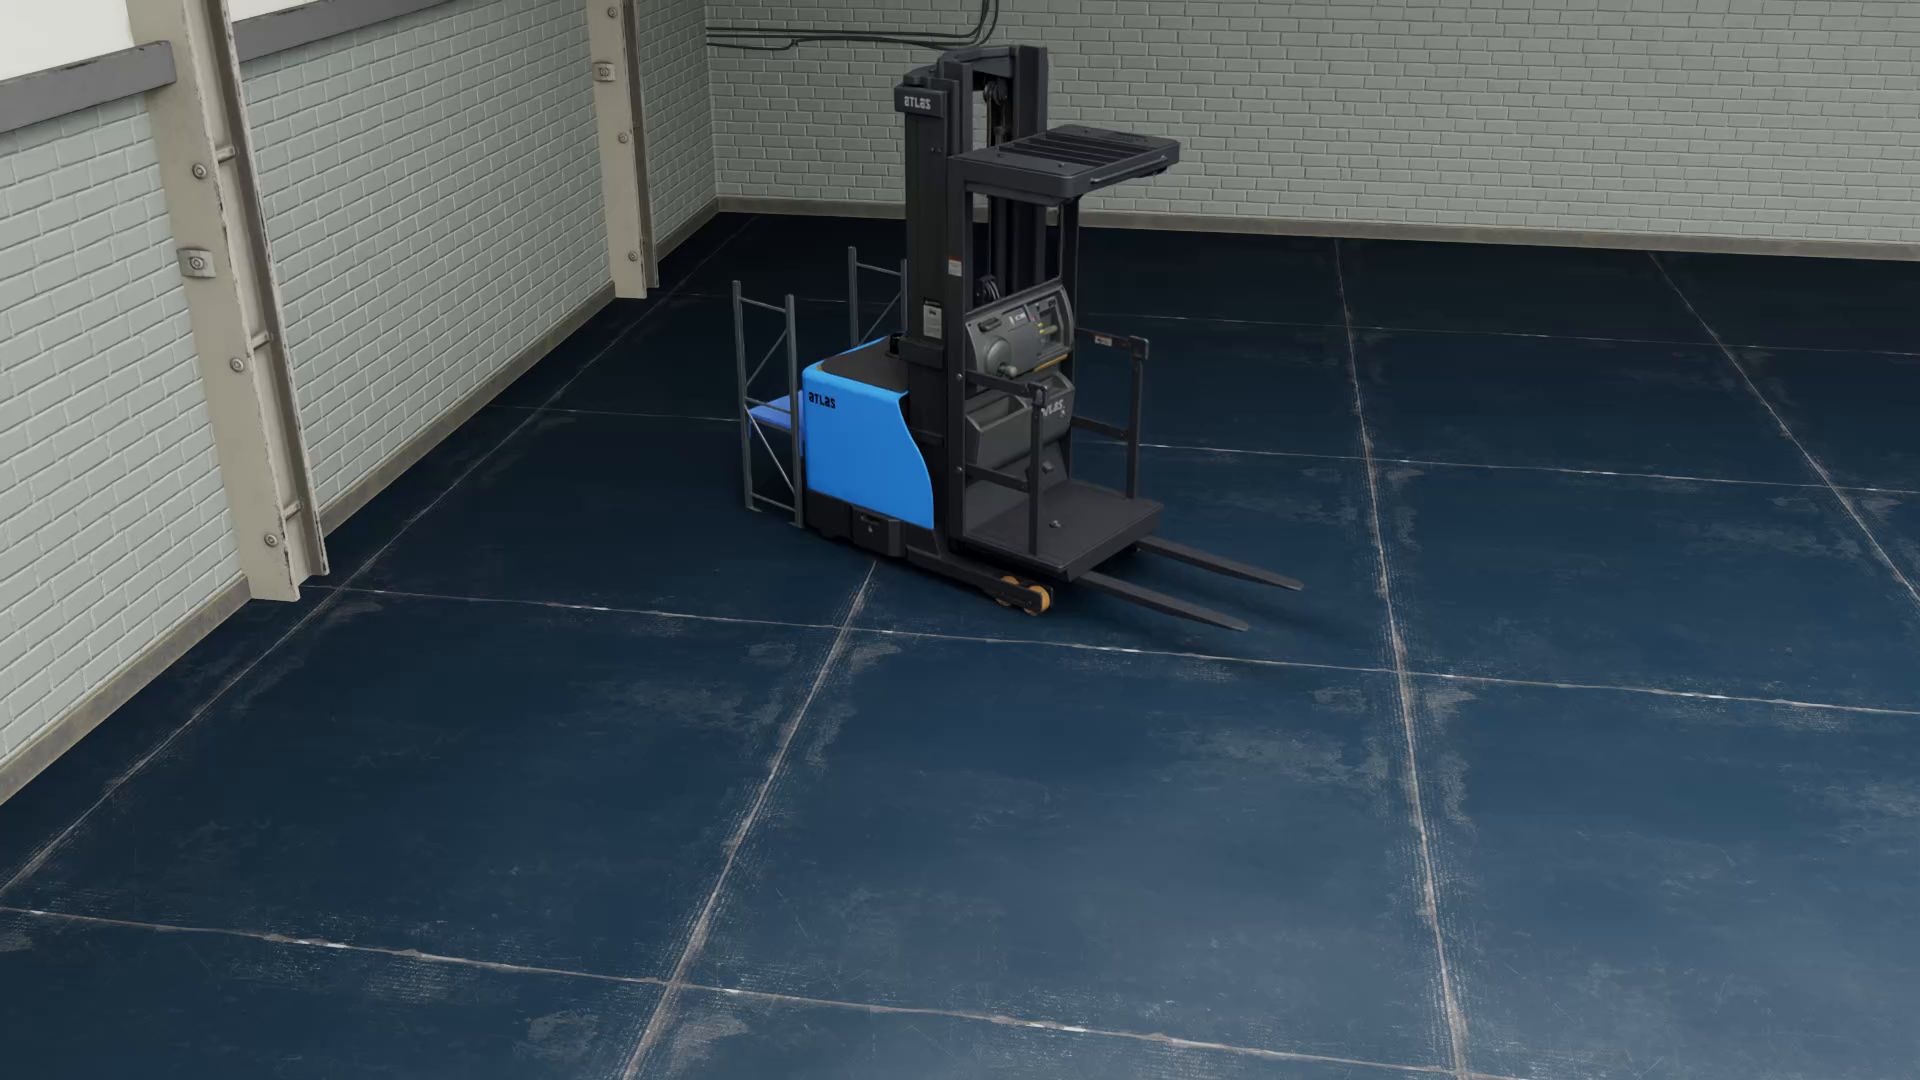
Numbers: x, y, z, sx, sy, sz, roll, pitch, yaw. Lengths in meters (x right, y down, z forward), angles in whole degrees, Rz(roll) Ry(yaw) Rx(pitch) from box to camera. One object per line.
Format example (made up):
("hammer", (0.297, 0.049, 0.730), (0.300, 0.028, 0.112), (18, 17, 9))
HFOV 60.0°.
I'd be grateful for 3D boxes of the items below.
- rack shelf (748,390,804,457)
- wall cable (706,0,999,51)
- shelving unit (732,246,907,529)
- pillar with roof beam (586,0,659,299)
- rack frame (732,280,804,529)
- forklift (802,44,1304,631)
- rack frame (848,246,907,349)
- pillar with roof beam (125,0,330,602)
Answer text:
("rack shelf", (-0.852, -0.826, 10.670), (0.538, 0.185, 1.000), (20, 31, 36))
("wall cable", (-1.149, -6.061, 16.246), (3.097, 2.526, 0.112), (4, 25, 9))
("shelving unit", (-0.852, -0.989, 10.594), (0.538, 1.500, 1.048), (20, 31, 36))
("pillar with roof beam", (1.313, -6.028, 12.514), (9.100, 9.000, 0.400), (4, 25, 9))
("rack frame", (-1.179, -0.824, 10.241), (0.500, 1.500, 0.032), (20, 31, 36))
("forklift", (0.509, -1.158, 9.267), (3.031, 2.935, 1.130), (18, 31, 34))
("rack frame", (-0.525, -1.154, 10.946), (0.500, 1.500, 0.032), (20, 31, 36))
("pillar with roof beam", (0.332, -3.519, 7.153), (9.100, 9.000, 0.400), (4, 25, 9))
